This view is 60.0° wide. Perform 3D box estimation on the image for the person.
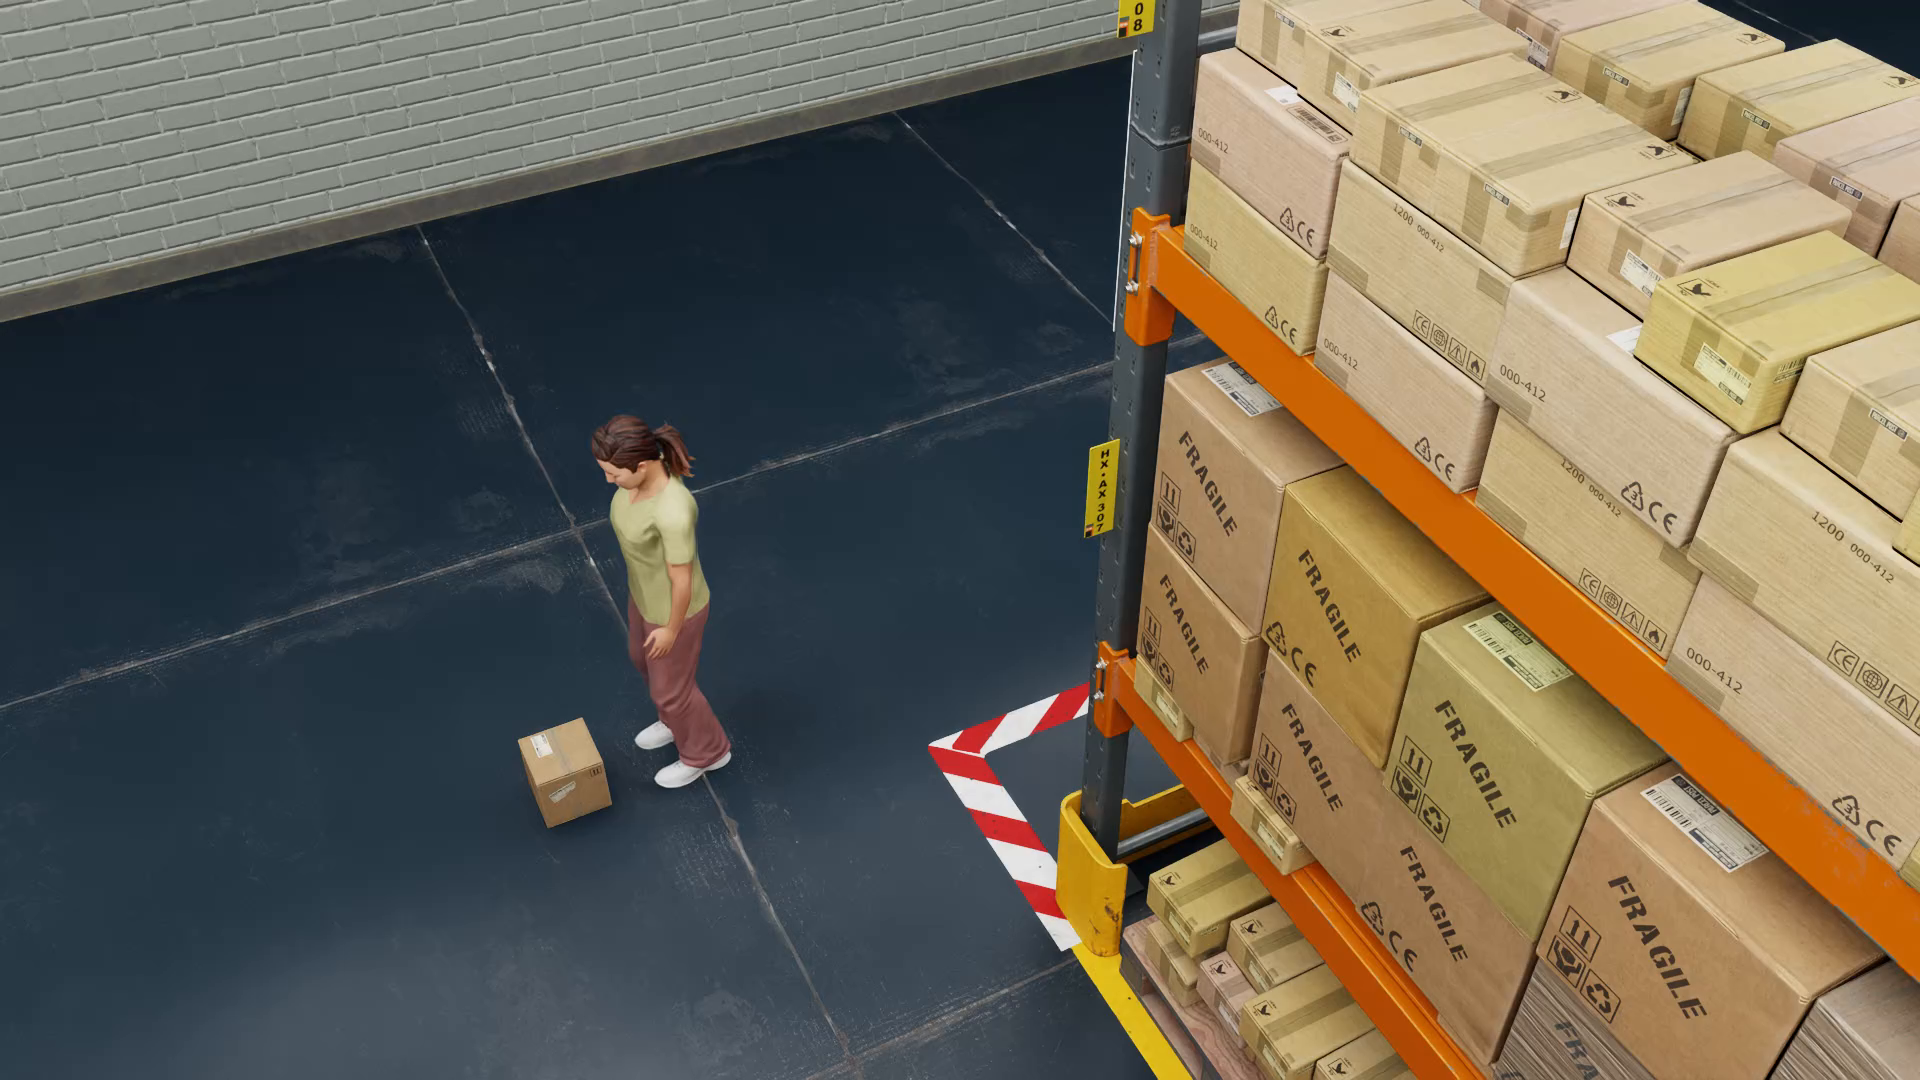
[{"bbox_3d":[-1.059,0.224,5.926,0.329,1.662,0.455,-18,45,-19],"label":"person"}]
